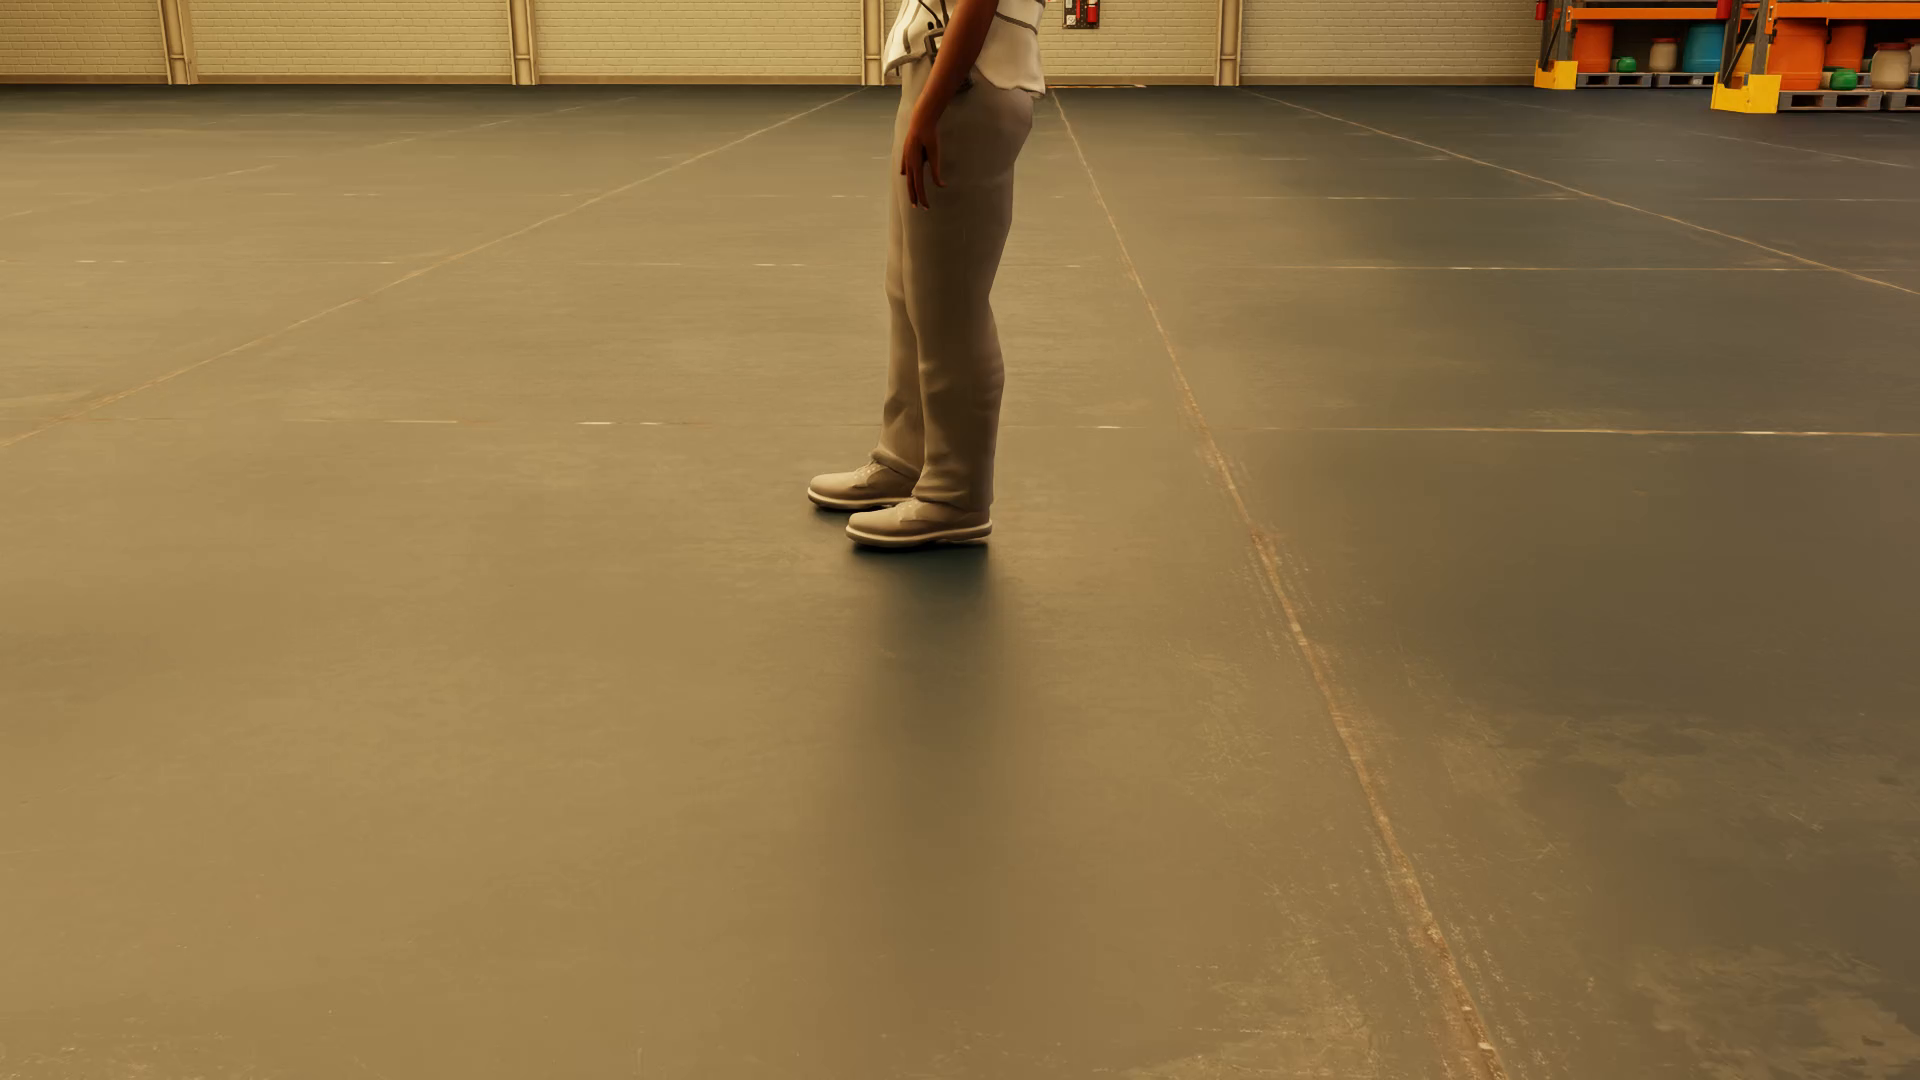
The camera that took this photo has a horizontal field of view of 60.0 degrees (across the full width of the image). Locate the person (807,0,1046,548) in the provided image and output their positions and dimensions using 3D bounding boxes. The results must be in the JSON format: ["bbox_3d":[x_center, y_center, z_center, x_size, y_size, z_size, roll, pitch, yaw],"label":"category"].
[{"bbox_3d":[-0.074,-0.823,3.139,0.530,1.695,0.570,1,17,2],"label":"person"}]
